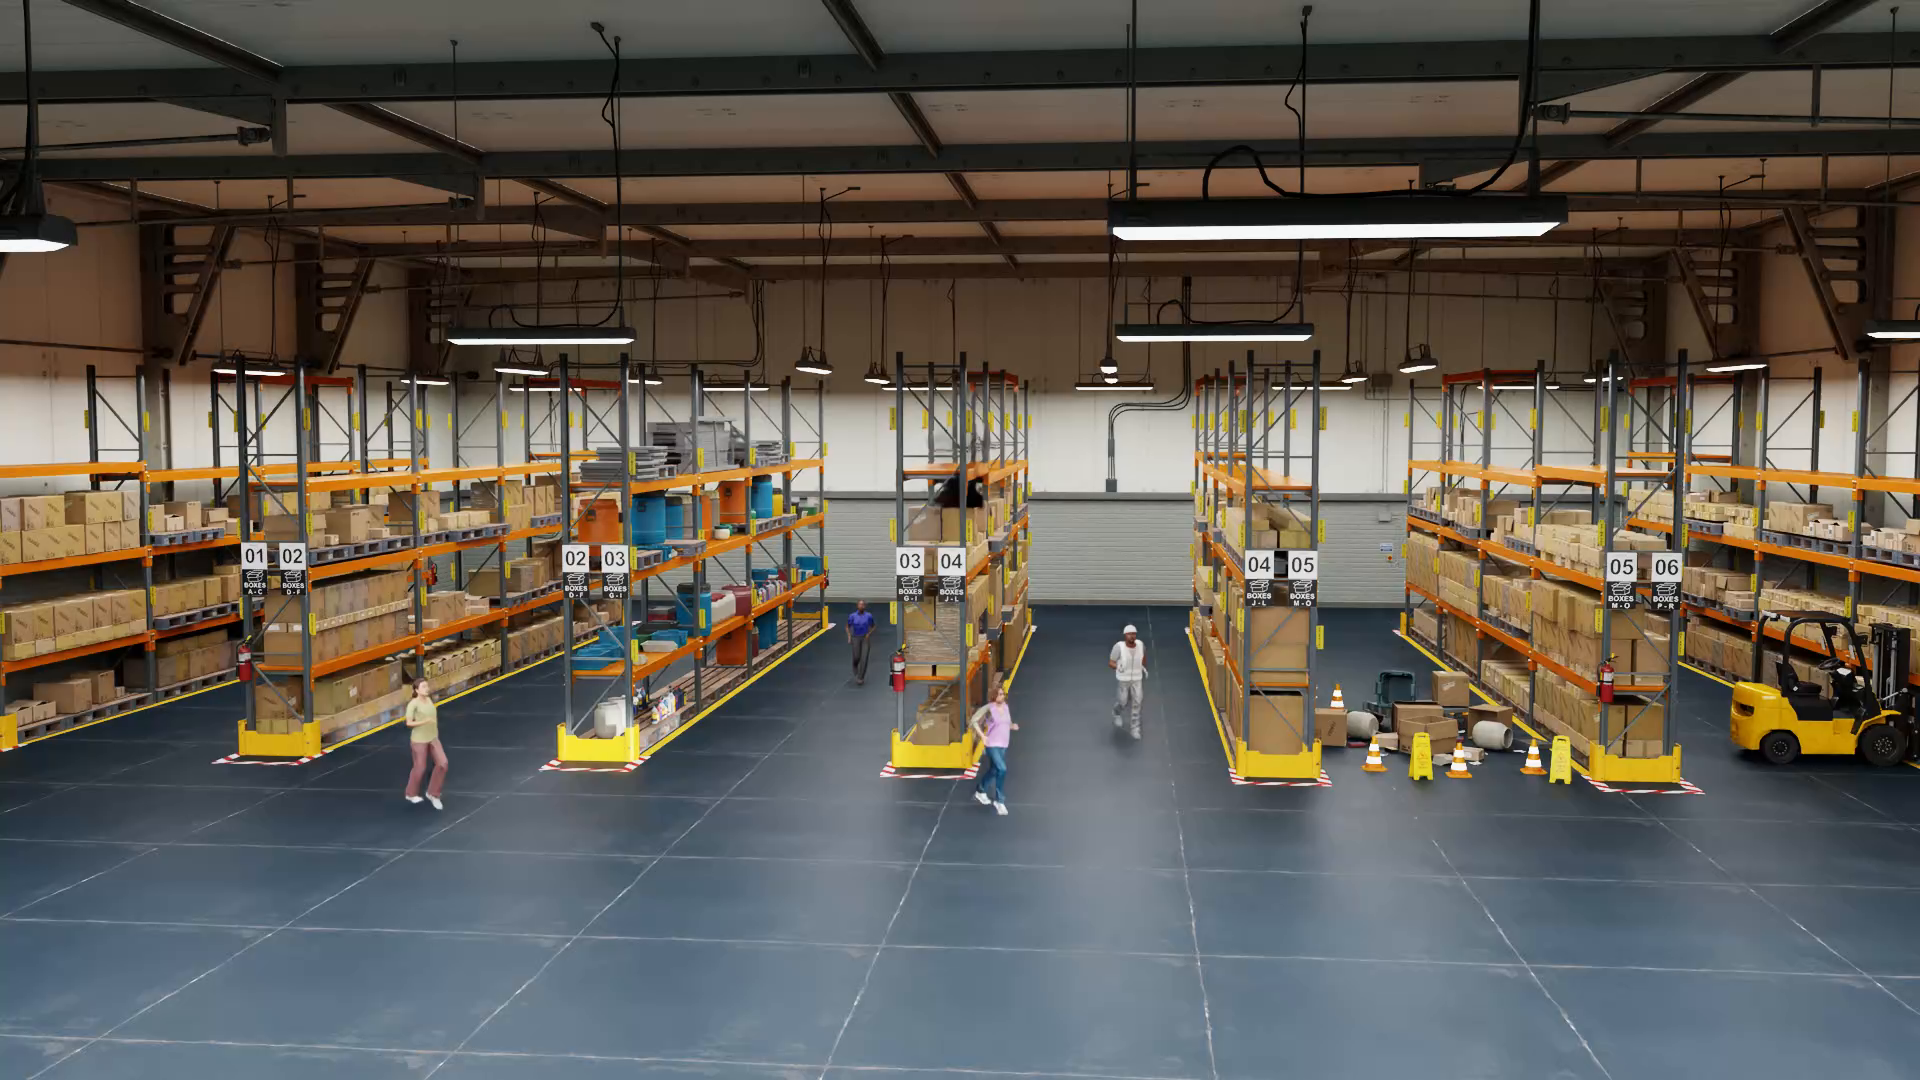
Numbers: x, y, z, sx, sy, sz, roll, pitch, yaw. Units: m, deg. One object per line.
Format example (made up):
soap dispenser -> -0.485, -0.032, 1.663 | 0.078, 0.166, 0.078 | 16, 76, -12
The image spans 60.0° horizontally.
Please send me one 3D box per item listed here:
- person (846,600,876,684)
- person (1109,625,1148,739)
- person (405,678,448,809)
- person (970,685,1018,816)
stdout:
person -> -1.895, 1.940, 31.827 | 0.574, 1.602, 0.561 | 0, 4, -6
person -> 2.687, 2.223, 26.527 | 0.663, 1.773, 0.967 | -1, 4, -10
person -> -6.946, 2.640, 21.559 | 0.668, 1.714, 0.558 | 3, 5, 33
person -> 0.452, 2.686, 21.387 | 0.733, 1.647, 0.521 | 4, 6, 44
